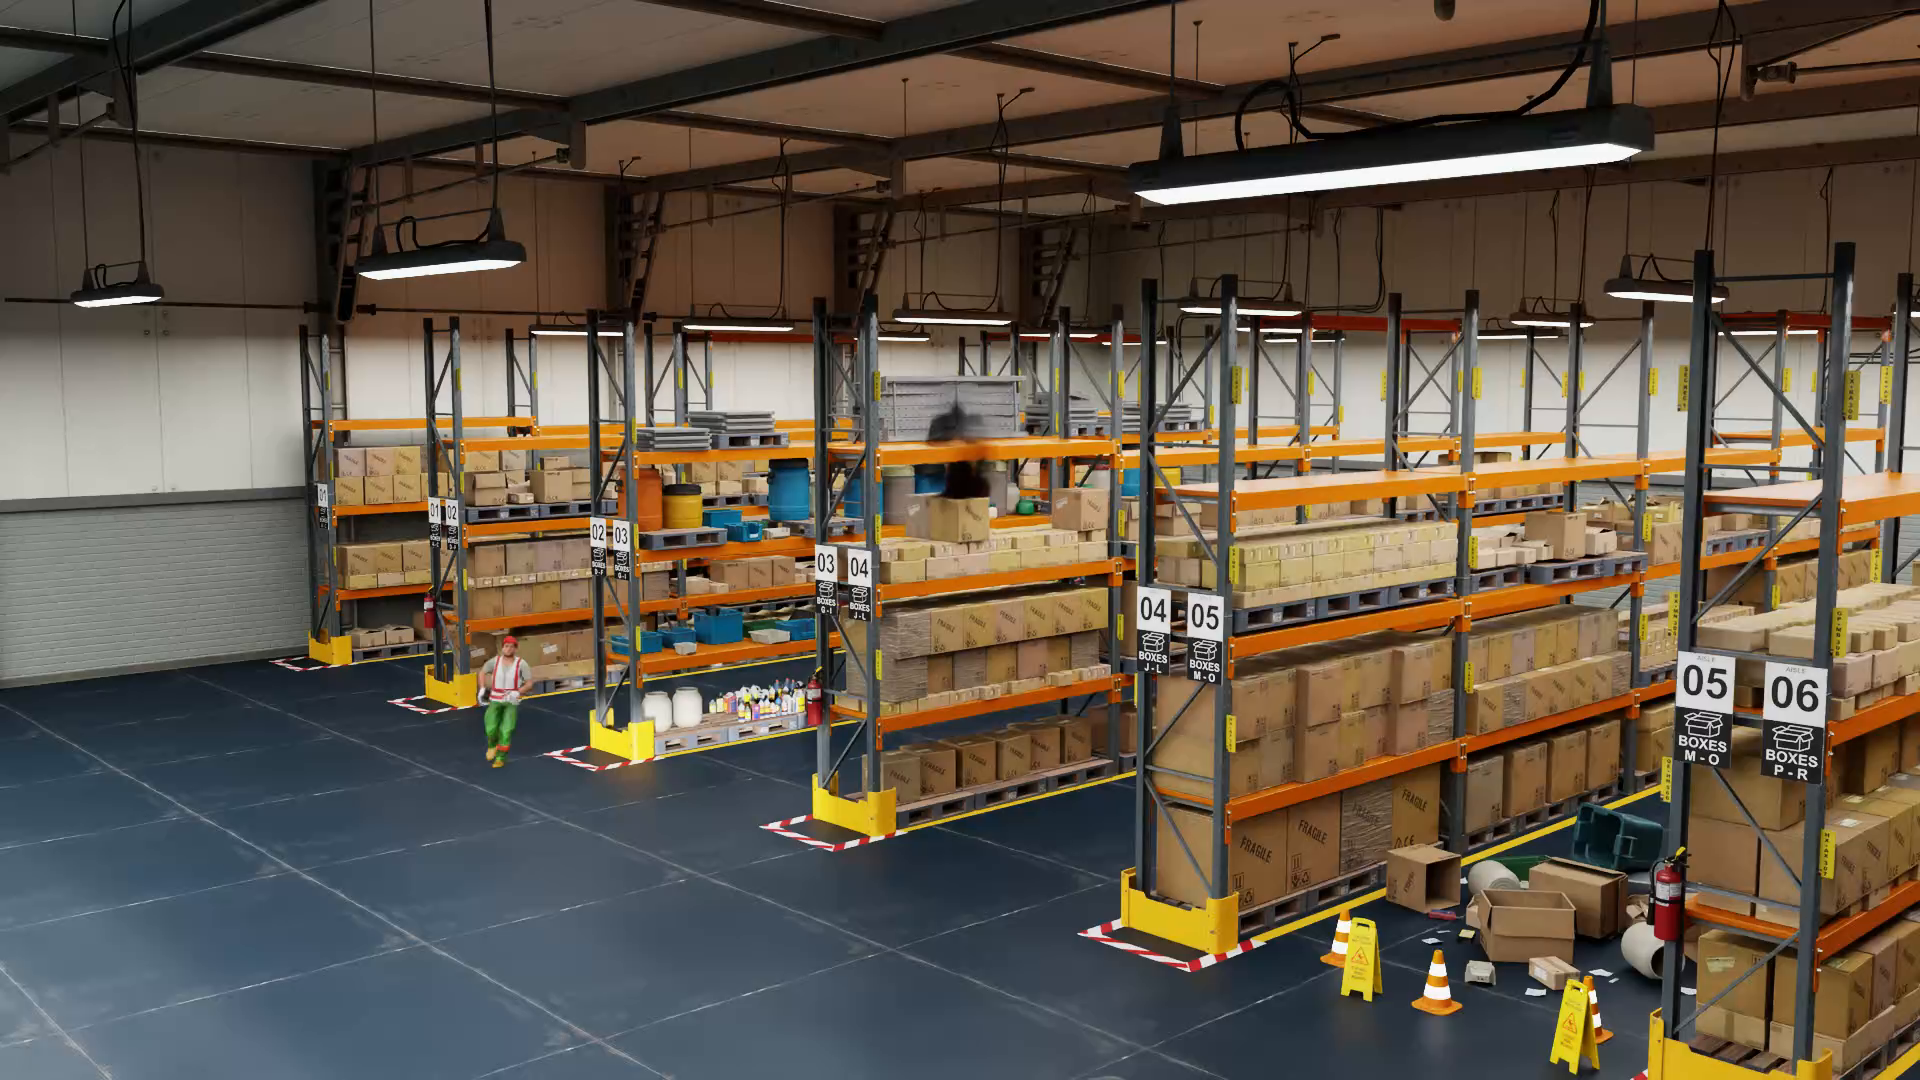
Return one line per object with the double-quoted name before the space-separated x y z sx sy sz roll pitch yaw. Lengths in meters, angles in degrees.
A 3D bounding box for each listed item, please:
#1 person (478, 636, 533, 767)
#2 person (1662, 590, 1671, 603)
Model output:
"person" -5.934 2.116 21.707 0.711 1.720 0.527 -1 6 -9
"person" 10.930 1.691 25.688 0.818 1.848 0.676 -6 8 -44
